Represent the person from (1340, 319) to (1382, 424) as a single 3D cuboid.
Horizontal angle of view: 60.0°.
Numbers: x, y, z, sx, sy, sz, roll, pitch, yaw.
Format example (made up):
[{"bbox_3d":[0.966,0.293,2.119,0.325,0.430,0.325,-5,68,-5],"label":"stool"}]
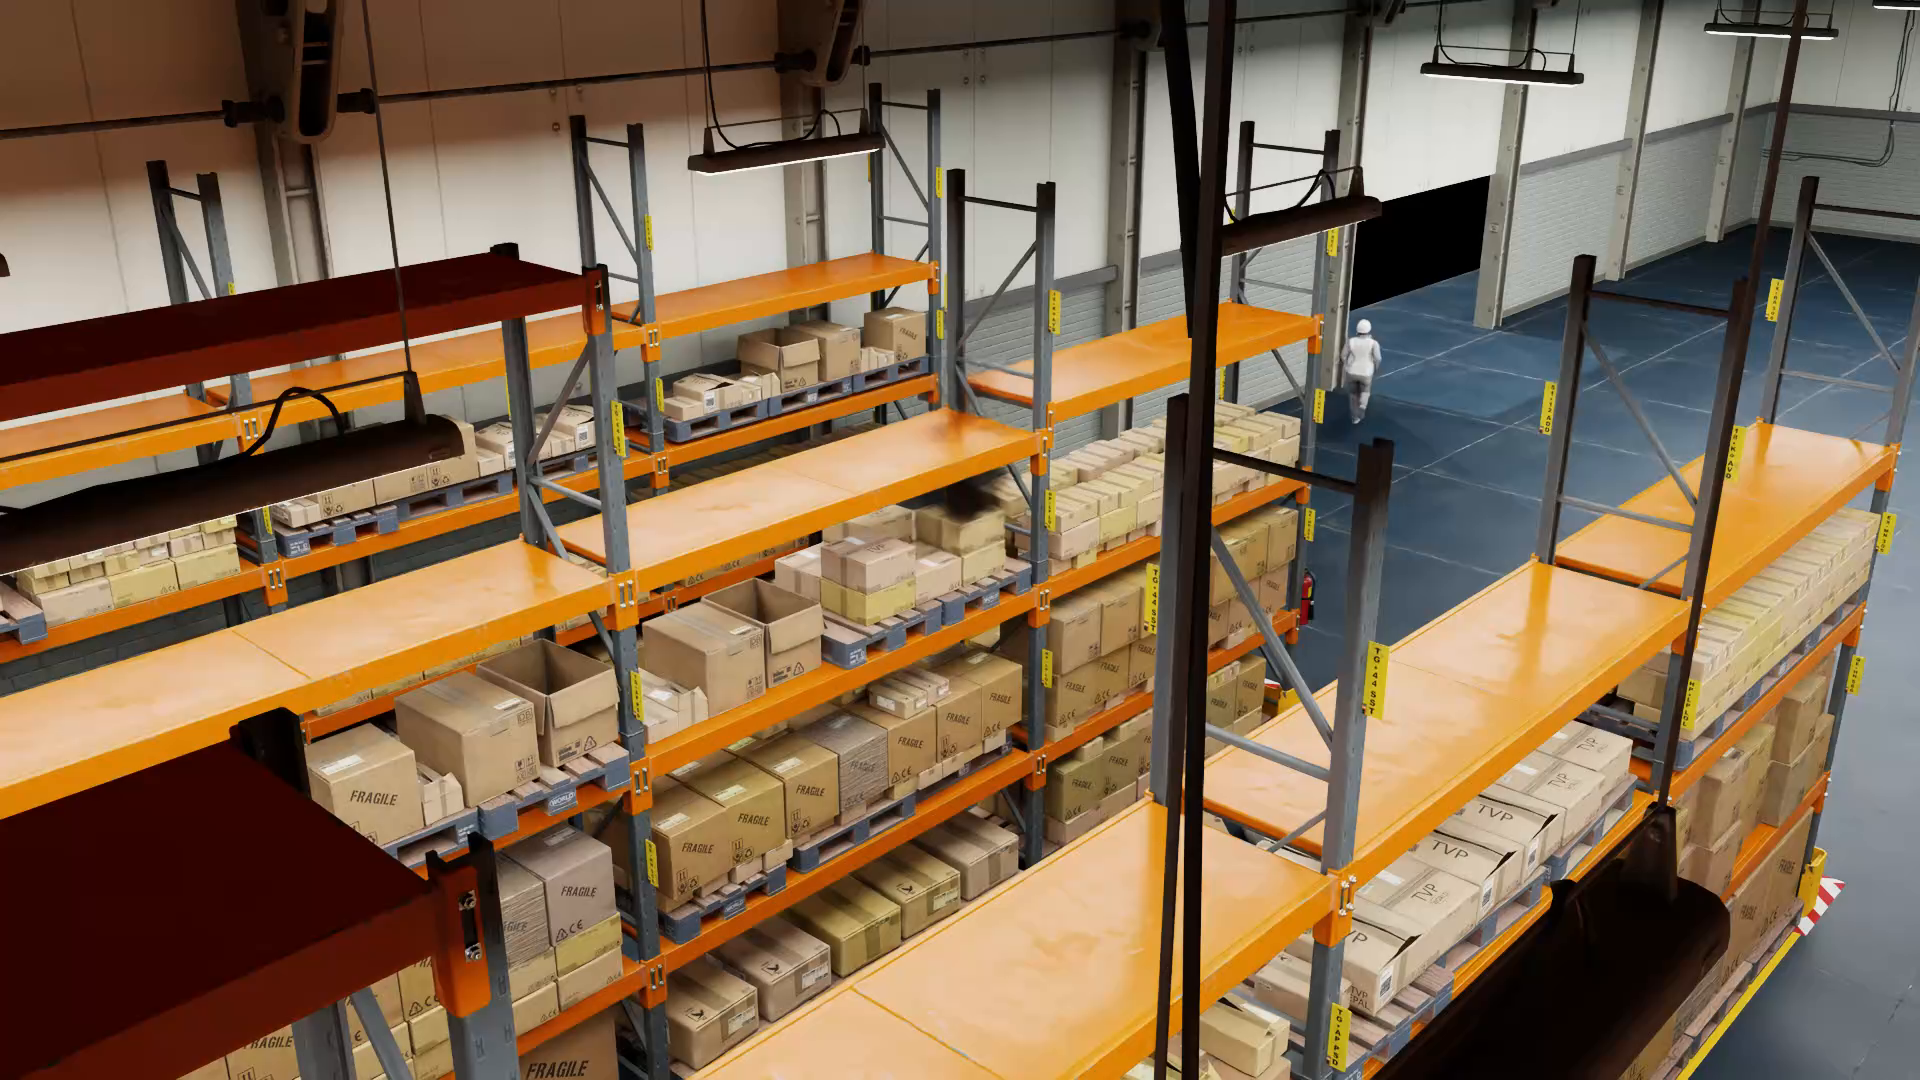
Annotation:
[{"bbox_3d":[6.380,-2.675,26.549,0.659,1.729,0.586,7,22,18],"label":"person"}]
